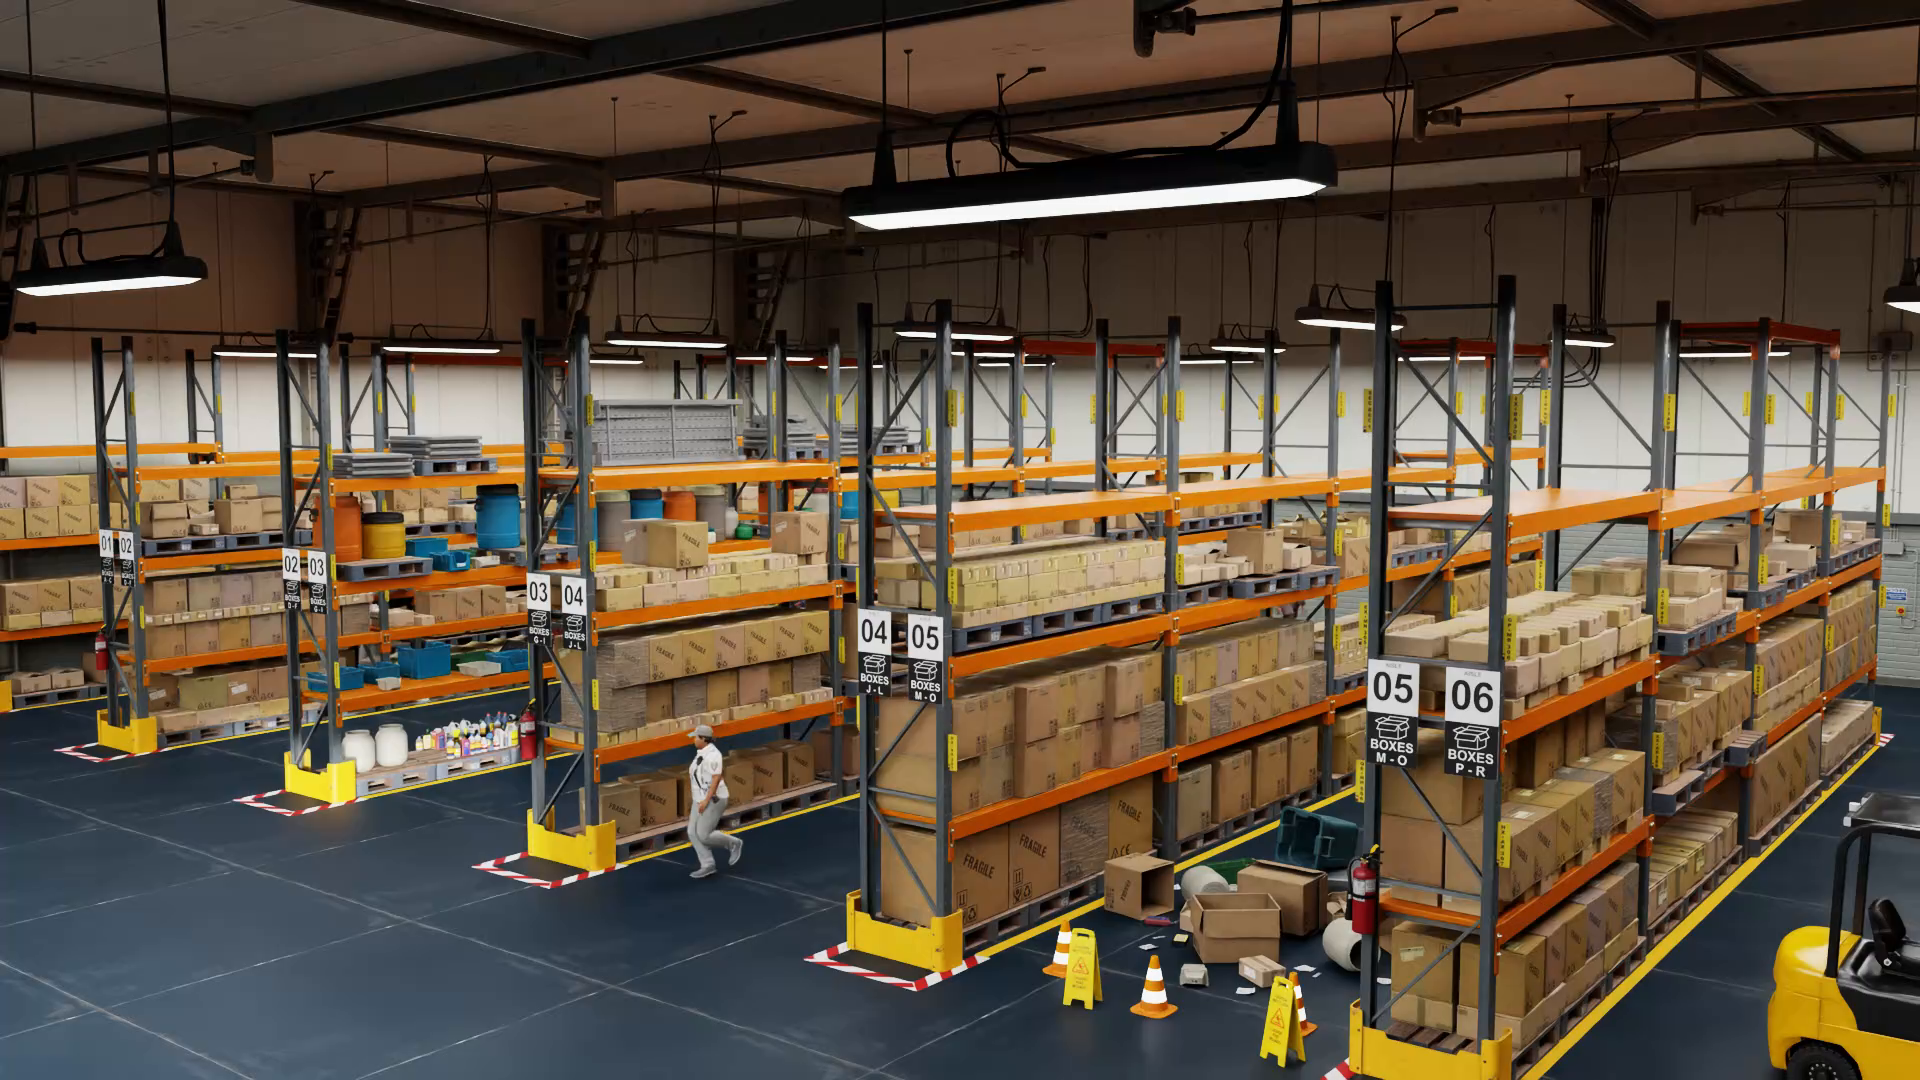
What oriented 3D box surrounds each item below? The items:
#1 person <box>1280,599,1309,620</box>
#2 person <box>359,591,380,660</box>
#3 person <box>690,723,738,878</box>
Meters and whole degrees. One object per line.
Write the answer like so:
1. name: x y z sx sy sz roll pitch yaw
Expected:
1. person: 6.799 1.325 34.082 0.557 1.736 1.048 -2 6 -26
2. person: -10.399 1.739 29.459 0.629 1.754 0.600 2 5 20
3. person: -2.689 2.793 17.933 0.501 1.647 0.533 -2 5 -20
